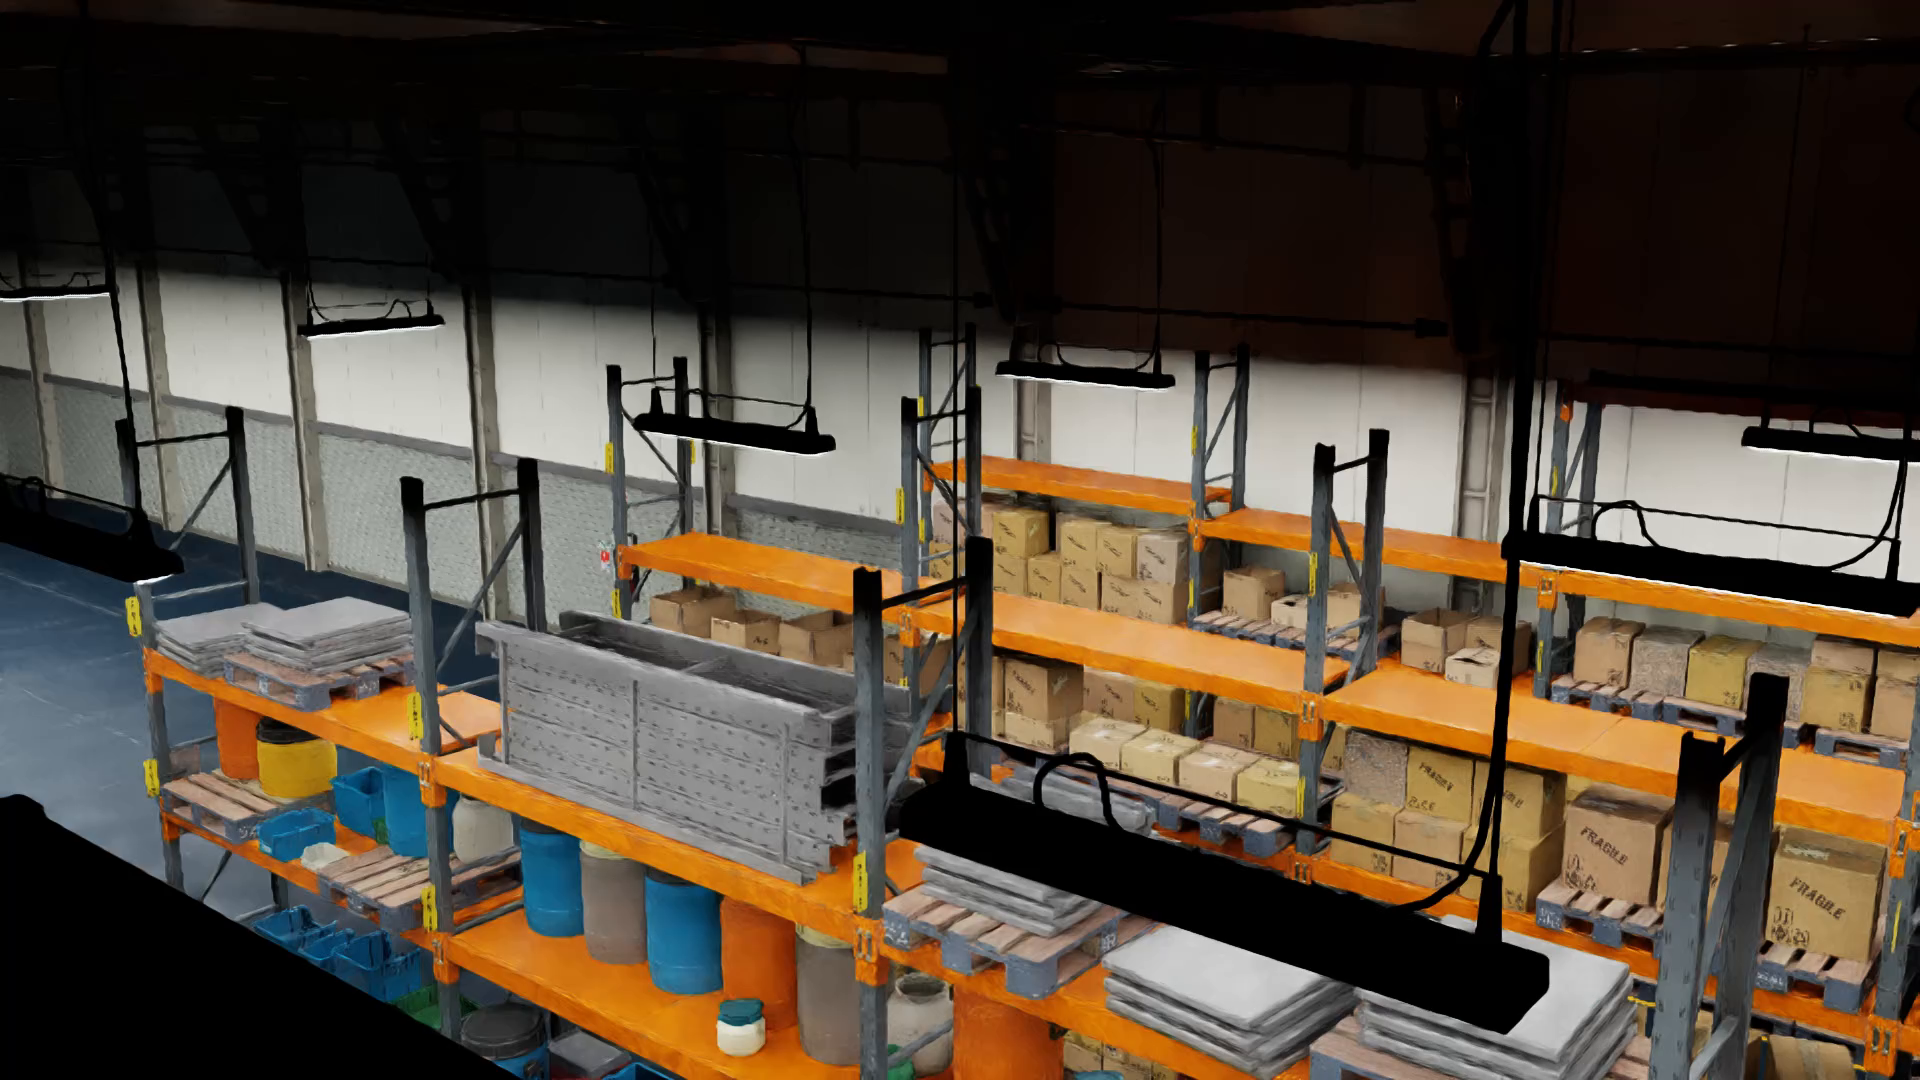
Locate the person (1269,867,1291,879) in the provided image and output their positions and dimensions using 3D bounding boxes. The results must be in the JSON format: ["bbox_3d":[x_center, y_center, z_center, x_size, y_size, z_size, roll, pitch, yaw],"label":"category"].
[{"bbox_3d":[3.296,3.556,16.898,1.000,1.567,0.478,7,15,30],"label":"person"}]
